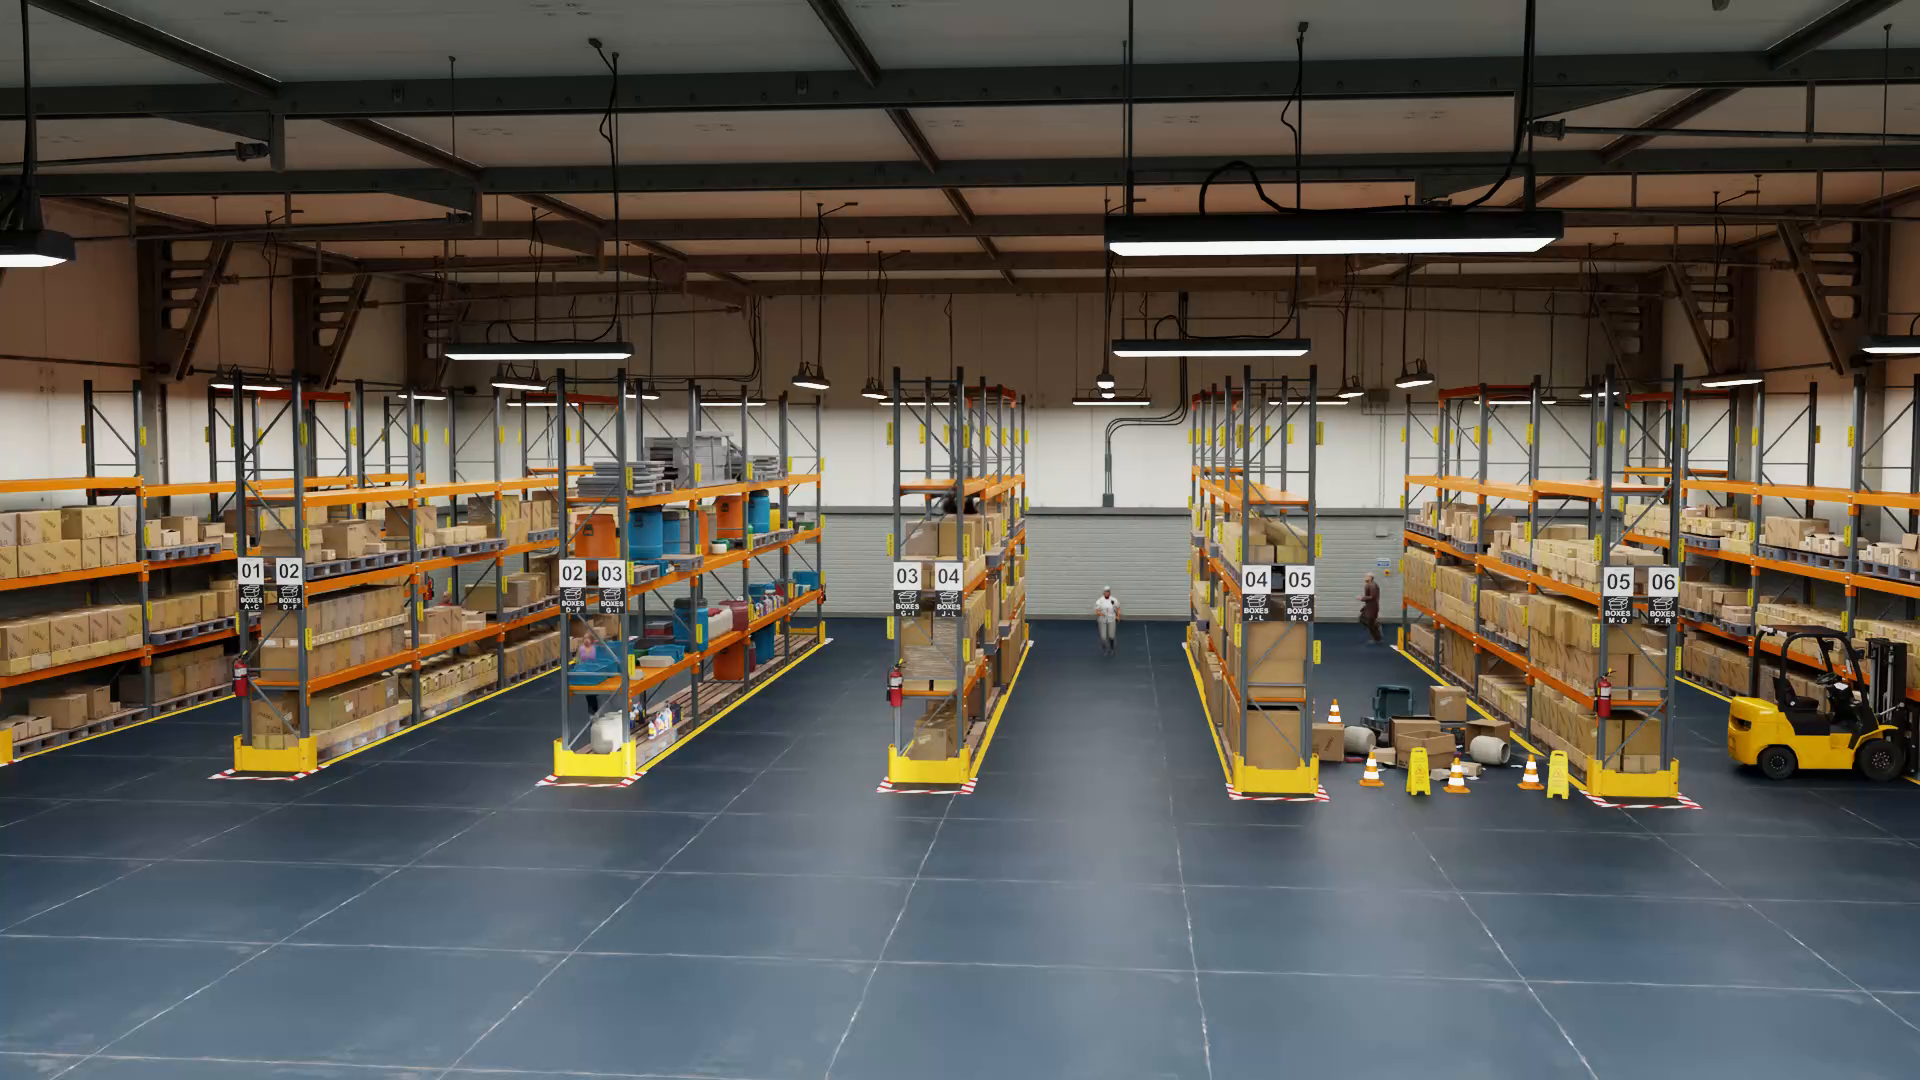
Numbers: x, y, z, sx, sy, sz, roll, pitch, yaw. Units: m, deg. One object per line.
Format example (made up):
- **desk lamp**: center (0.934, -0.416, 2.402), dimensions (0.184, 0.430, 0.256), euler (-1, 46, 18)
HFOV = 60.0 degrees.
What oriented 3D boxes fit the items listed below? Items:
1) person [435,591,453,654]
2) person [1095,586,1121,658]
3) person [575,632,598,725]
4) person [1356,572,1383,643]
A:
- **person**: center (-10.779, 1.955, 34.919), dimensions (0.653, 1.756, 0.917), euler (0, 4, -3)
- **person**: center (3.323, 1.859, 37.432), dimensions (0.592, 1.629, 0.577), euler (0, 4, 7)
- **person**: center (-6.454, 2.408, 28.988), dimensions (0.511, 1.619, 0.685), euler (0, 4, 3)
- **person**: center (9.913, 1.635, 40.252), dimensions (0.673, 1.731, 0.703), euler (1, 4, 8)
